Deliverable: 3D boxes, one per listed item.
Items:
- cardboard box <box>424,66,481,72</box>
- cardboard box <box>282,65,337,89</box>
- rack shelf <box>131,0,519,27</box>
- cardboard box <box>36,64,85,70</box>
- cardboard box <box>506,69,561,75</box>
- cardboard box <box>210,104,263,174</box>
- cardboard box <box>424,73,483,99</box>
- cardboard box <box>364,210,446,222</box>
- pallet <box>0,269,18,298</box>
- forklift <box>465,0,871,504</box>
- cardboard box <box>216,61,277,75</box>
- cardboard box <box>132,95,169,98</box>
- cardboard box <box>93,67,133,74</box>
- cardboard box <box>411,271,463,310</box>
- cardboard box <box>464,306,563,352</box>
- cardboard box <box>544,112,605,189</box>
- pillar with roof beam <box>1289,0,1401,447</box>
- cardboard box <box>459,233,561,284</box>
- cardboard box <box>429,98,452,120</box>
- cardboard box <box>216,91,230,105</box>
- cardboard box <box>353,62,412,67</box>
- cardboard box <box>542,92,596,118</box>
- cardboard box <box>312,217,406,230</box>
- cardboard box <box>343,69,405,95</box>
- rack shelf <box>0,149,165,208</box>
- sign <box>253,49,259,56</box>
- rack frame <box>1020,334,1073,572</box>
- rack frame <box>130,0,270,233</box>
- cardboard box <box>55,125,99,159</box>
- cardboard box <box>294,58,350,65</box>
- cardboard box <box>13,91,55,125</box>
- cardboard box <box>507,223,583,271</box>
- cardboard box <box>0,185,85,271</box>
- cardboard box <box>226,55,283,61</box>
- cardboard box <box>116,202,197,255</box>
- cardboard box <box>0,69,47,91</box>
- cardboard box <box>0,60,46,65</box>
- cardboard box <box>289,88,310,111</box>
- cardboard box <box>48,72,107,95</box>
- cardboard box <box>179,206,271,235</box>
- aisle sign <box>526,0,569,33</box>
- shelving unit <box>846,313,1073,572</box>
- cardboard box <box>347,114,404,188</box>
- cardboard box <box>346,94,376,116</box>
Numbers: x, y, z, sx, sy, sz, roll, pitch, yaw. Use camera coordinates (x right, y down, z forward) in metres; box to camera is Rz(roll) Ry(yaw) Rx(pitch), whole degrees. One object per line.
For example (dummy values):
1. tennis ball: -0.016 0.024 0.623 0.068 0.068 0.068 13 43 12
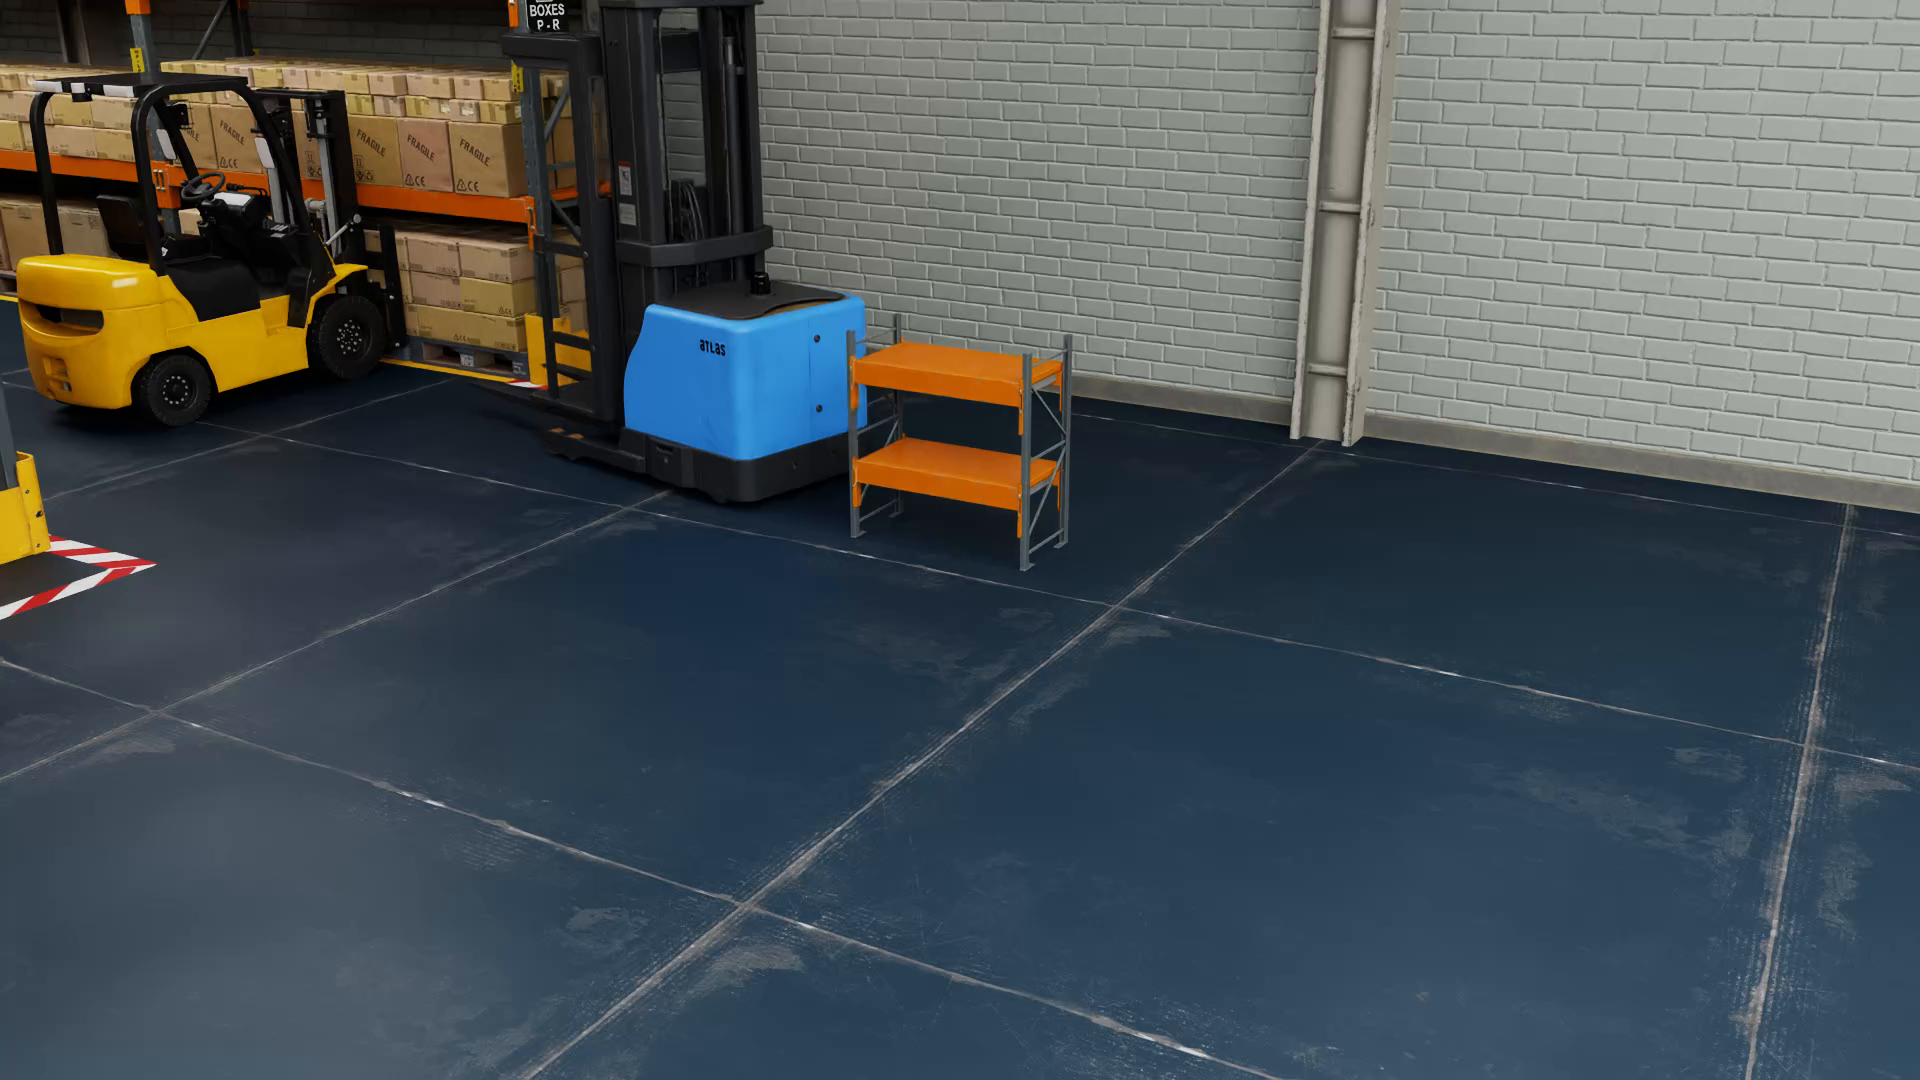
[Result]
1. cardboard box: -3.798 -3.478 12.519 0.250 0.149 0.380 12 23 29
2. cardboard box: -4.904 -3.516 12.625 0.250 0.149 0.380 11 23 27
3. rack shelf: -4.455 -4.096 12.413 4.000 0.370 1.077 11 23 27
4. cardboard box: -7.961 -4.130 14.754 0.250 0.149 0.380 12 23 29
5. cardboard box: -3.100 -3.365 12.209 0.250 0.149 0.380 12 23 29
6. cardboard box: -5.478 -3.170 13.059 0.500 0.500 0.500 11 23 28
7. cardboard box: -3.597 -3.247 11.883 0.250 0.149 0.380 11 23 28
8. cardboard box: -4.350 -2.458 13.192 0.500 0.250 0.500 10 22 26
9. pallet: -7.932 -2.359 15.058 1.213 0.211 1.003 11 23 27
10. forklift: -1.968 -1.982 10.030 3.031 2.935 1.130 17 26 39
11. cardboard box: -5.568 -3.650 12.996 0.250 0.149 0.380 10 22 26
12. cardboard box: -6.607 -3.699 13.566 0.250 0.149 0.380 12 23 29
13. cardboard box: -7.268 -4.018 14.445 0.250 0.149 0.380 11 23 27
14. cardboard box: -3.719 -1.905 12.402 0.500 0.250 0.500 11 22 27
15. cardboard box: -3.273 -1.580 12.238 0.500 0.250 0.500 11 23 28
16. cardboard box: -3.006 -2.903 12.323 0.500 0.500 0.500 12 23 29
17. pillar with roof beam: 0.261 -3.616 5.637 0.400 9.000 9.100 11 23 27
18. cardboard box: -3.263 -2.050 12.067 0.500 0.250 0.500 12 23 29
19. cardboard box: -3.583 -3.112 11.948 0.250 0.149 0.380 11 23 28
20. cardboard box: -5.583 -3.499 13.015 0.250 0.149 0.380 11 23 27
21. cardboard box: -4.467 -3.611 12.887 0.250 0.149 0.380 12 23 29
22. cardboard box: -2.879 -3.177 12.126 0.250 0.149 0.380 10 22 26
23. cardboard box: -4.596 -2.300 12.758 0.500 0.250 0.500 10 22 26
24. cardboard box: -4.288 -3.362 12.201 0.250 0.149 0.380 11 23 28
25. rack shelf: -7.947 -3.351 14.758 4.000 0.370 1.077 11 23 27
26. sign: -5.932 -3.966 14.014 0.005 0.325 0.100 11 23 27
27. rack frame: 0.438 -0.445 8.443 0.032 1.125 0.500 11 23 27
28. rack frame: -6.201 -3.356 13.719 0.127 3.000 1.000 11 23 27
29. cardboard box: -7.210 -3.374 13.987 0.500 0.250 0.500 11 22 27
30. cardboard box: -5.089 -3.768 13.319 0.250 0.149 0.380 10 22 26
31. cardboard box: -7.650 -3.696 14.143 0.500 0.250 0.500 11 23 28
32. cardboard box: -3.036 -2.202 12.487 0.500 0.250 0.500 10 22 26
33. cardboard box: -8.581 -2.888 15.296 0.625 0.625 0.875 12 23 29
34. cardboard box: -5.775 -3.885 13.642 0.250 0.149 0.380 11 23 27
35. cardboard box: -6.662 -2.521 14.282 0.625 0.625 0.875 12 23 30
36. cardboard box: -8.007 -3.924 14.185 0.250 0.149 0.380 10 22 26
37. cardboard box: -8.583 -4.288 15.190 0.250 0.149 0.380 10 22 26
38. cardboard box: -4.948 -3.355 12.619 0.250 0.149 0.380 10 22 26
39. cardboard box: -7.324 -3.797 13.836 0.250 0.149 0.380 10 22 26
40. cardboard box: -5.932 -2.557 13.466 0.500 0.250 0.500 10 22 26
41. aisle sign: -2.795 -3.815 11.171 0.004 0.787 0.394 11 23 27
42. shelving unit: -0.006 -0.530 8.676 1.048 1.125 0.538 11 23 27
43. cardboard box: -4.163 -2.916 12.358 0.500 0.500 0.500 10 22 26
44. cardboard box: -4.280 -3.223 12.254 0.250 0.149 0.380 11 23 28
